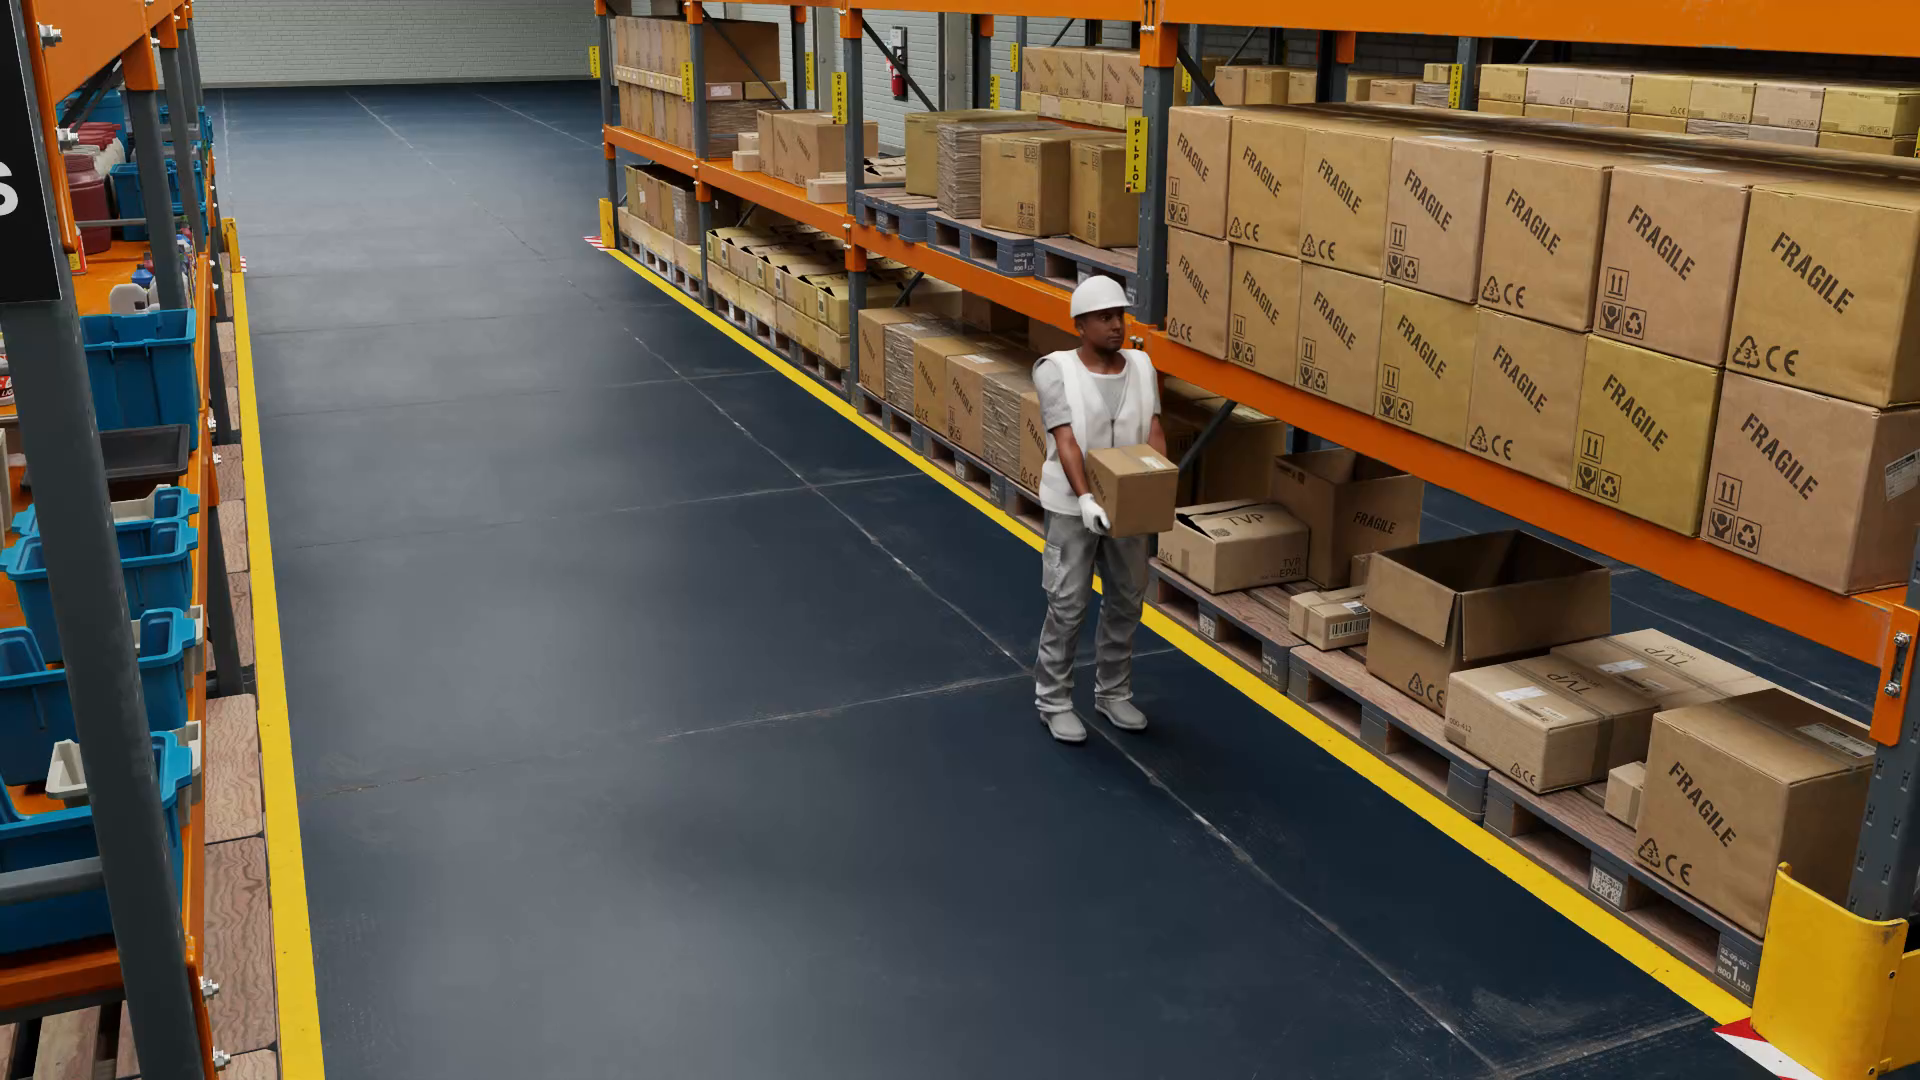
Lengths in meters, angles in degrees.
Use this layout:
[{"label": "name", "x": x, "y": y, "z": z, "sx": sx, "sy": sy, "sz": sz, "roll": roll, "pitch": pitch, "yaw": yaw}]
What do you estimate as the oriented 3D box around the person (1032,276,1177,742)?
[{"label": "person", "x": 0.567, "y": -0.089, "z": 6.300, "sx": 0.488, "sy": 1.778, "sz": 0.573, "roll": -7, "pitch": 20, "yaw": -21}]
